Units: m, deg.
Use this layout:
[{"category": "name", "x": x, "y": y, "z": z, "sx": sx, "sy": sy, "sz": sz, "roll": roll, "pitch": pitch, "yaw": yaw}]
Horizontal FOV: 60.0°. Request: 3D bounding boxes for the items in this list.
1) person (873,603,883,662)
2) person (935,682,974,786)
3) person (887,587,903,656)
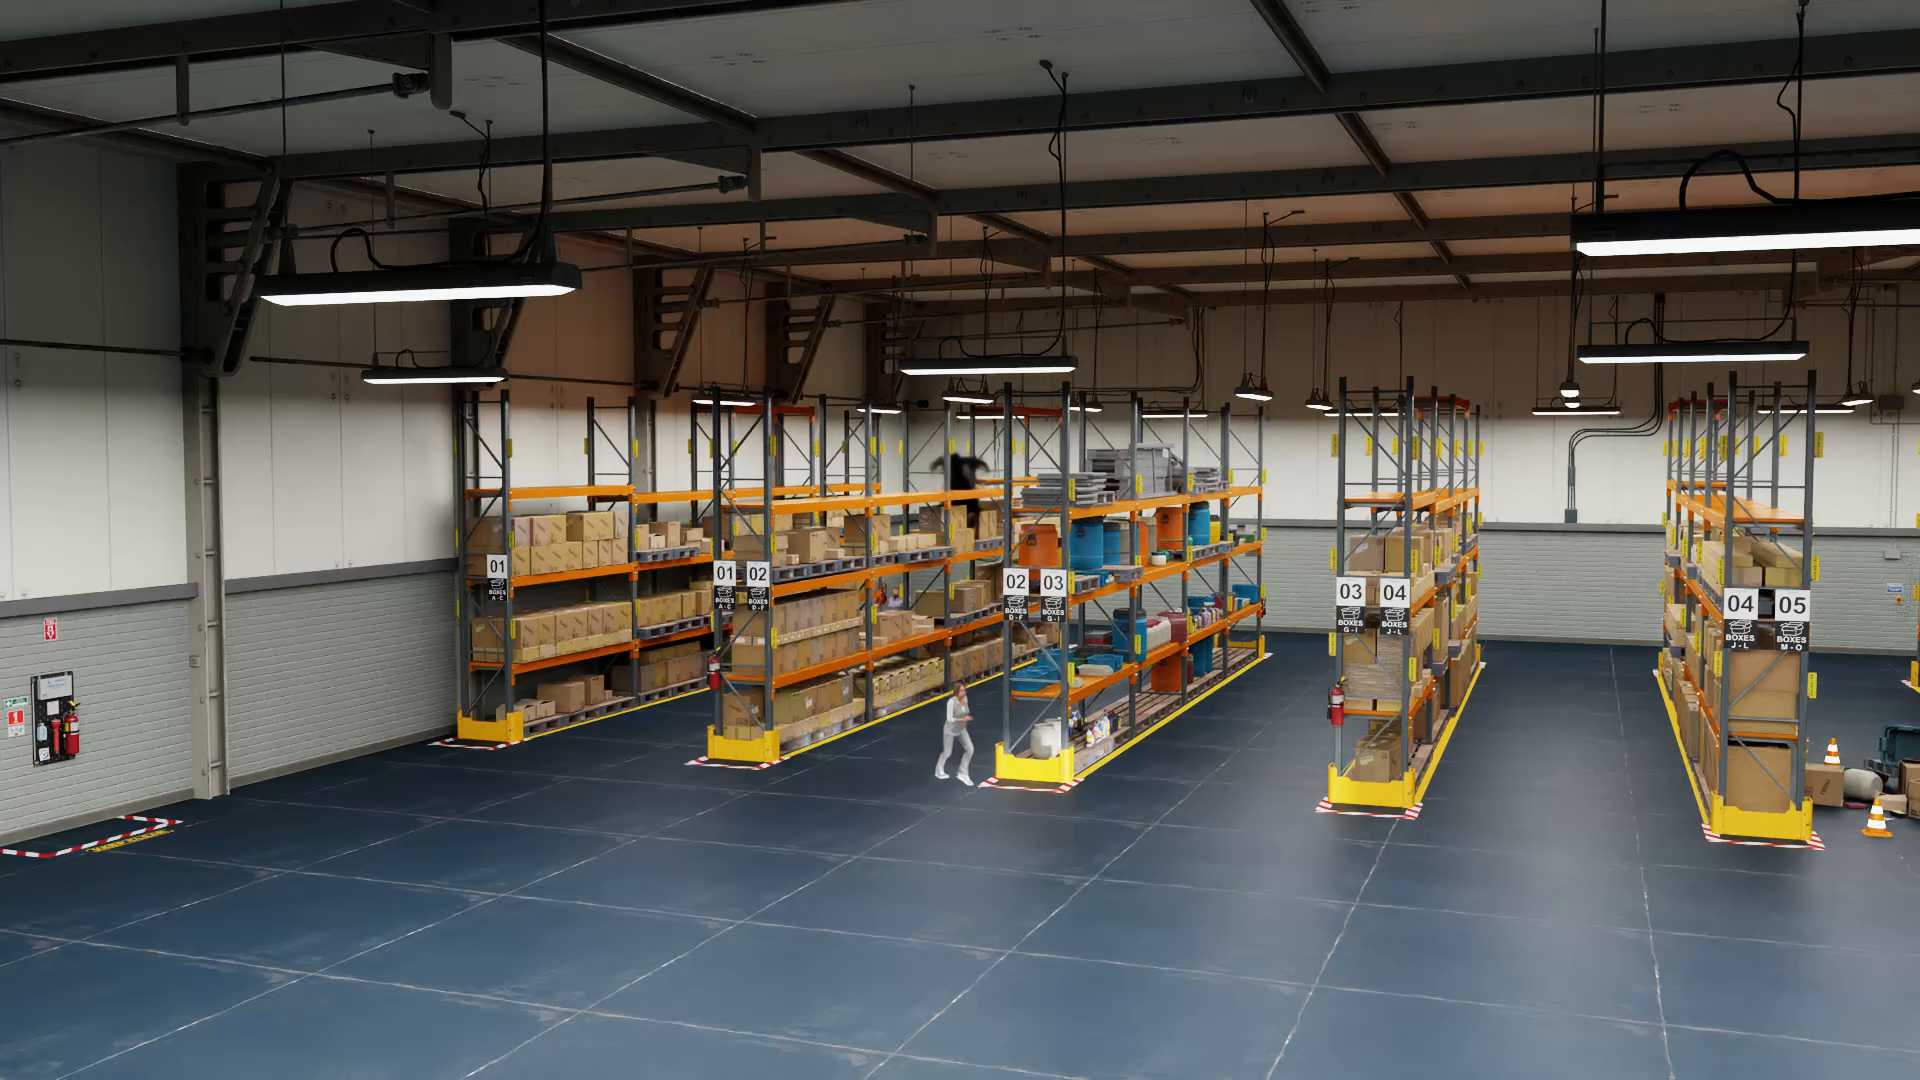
[{"category": "person", "x": -1.799, "y": 2.199, "z": 35.992, "sx": 0.677, "sy": 1.686, "sz": 0.636, "roll": 0, "pitch": 3, "yaw": 8}, {"category": "person", "x": -0.078, "y": 2.858, "z": 24.644, "sx": 0.470, "sy": 1.544, "sz": 0.893, "roll": -2, "pitch": 4, "yaw": -36}, {"category": "person", "x": -1.520, "y": 1.981, "z": 40.214, "sx": 0.605, "sy": 1.683, "sz": 0.718, "roll": 1, "pitch": 3, "yaw": 19}]
